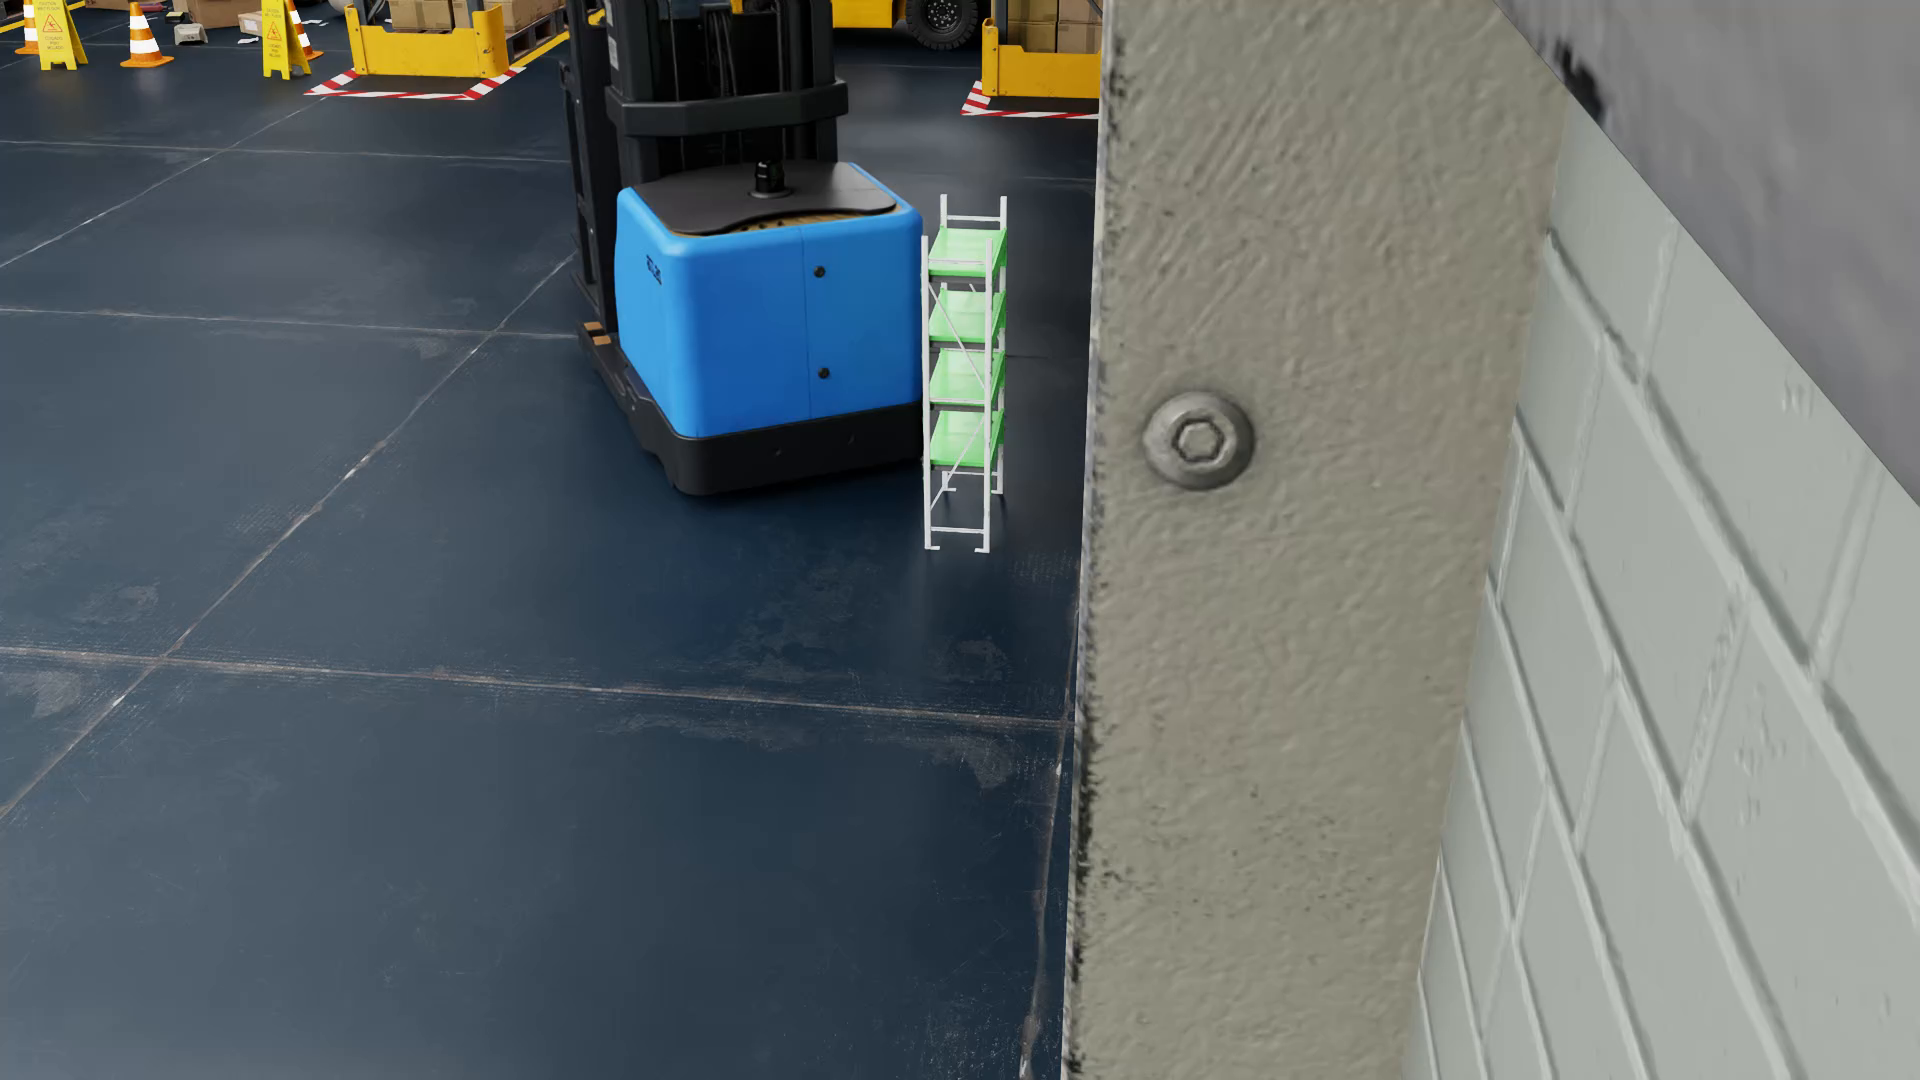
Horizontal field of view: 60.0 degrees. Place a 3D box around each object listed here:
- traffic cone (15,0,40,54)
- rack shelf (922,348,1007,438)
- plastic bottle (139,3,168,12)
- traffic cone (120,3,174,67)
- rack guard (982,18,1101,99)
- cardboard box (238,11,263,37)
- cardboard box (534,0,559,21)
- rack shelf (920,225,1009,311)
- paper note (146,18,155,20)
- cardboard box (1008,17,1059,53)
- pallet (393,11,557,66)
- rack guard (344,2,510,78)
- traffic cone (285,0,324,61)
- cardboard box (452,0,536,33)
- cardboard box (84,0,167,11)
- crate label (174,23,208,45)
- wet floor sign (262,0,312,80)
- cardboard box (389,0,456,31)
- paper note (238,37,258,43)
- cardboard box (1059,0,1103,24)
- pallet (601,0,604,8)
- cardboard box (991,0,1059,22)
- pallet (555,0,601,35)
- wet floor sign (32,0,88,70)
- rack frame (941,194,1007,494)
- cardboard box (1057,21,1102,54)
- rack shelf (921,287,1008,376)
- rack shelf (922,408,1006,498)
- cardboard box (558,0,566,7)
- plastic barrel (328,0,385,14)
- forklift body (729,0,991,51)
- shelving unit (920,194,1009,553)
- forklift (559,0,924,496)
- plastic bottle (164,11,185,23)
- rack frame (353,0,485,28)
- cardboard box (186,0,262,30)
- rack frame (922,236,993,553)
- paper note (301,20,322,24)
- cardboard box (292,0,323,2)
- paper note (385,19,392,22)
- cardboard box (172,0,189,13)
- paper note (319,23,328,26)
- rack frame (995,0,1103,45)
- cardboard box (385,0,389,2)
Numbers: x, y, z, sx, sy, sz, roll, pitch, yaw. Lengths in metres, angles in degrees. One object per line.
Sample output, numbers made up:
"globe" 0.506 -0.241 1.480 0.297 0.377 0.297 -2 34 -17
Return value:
"traffic cone" -7.617 -4.272 13.691 0.336 0.463 0.334 3 28 6
"rack shelf" 0.020 -0.550 6.140 0.258 0.148 0.480 3 28 6
"plastic bottle" -7.409 -4.880 15.244 0.283 0.061 0.133 -6 29 -11
"traffic cone" -6.537 -4.046 13.272 0.336 0.463 0.334 3 28 6
"rack guard" 0.758 -3.582 12.373 1.175 0.500 0.348 3 28 6
"cardboard box" -6.010 -4.460 14.371 0.380 0.149 0.250 20 34 32
"cardboard box" -3.723 -4.559 14.006 0.500 0.250 0.500 4 29 8
"rack shelf" 0.020 -0.972 5.913 0.258 0.148 0.480 3 28 6
"paper note" -7.258 -4.677 14.921 0.032 0.001 0.123 20 34 32
"cardboard box" 0.505 -3.908 12.798 0.500 0.250 0.500 4 29 7
"pallet" -4.022 -4.169 13.767 1.003 0.211 1.213 3 28 6
"rack guard" -4.157 -3.916 12.992 1.175 0.500 0.348 3 28 6
"traffic cone" -5.394 -4.141 13.449 0.336 0.463 0.334 3 28 6
"cardboard box" -3.793 -4.319 13.560 0.500 0.250 0.500 3 28 6
"cardboard box" -7.773 -5.214 15.399 0.500 0.500 0.500 8 29 15
"crate label" -6.502 -4.276 14.043 0.250 0.136 0.298 -11 30 -20
"wet floor sign" -5.251 -3.917 12.841 0.267 0.644 0.232 14 31 24
"cardboard box" -4.331 -4.363 13.642 0.500 0.250 0.500 3 28 6
"paper note" -6.026 -4.234 14.078 0.148 0.019 0.142 -6 29 -11
"cardboard box" 1.024 -4.098 12.623 0.500 0.250 0.500 4 29 7
"pallet" -3.723 -5.318 15.899 1.003 0.211 1.213 3 28 6
"cardboard box" 0.510 -4.136 12.694 0.500 0.250 0.500 3 28 6
"pallet" -3.870 -4.742 14.830 1.003 0.211 1.213 3 28 6
"wet floor sign" -7.130 -4.056 13.098 0.267 0.644 0.232 -1 28 -3
"rack frame" 0.050 -0.721 6.323 0.240 1.200 0.015 3 28 6
"cardboard box" 1.015 -3.888 12.761 0.500 0.250 0.500 3 29 6
"rack shelf" 0.020 -0.761 6.027 0.258 0.148 0.480 3 28 6
"rack shelf" 0.020 -0.339 6.254 0.258 0.148 0.480 3 28 6
"cardboard box" -3.668 -4.816 14.484 0.500 0.250 0.500 5 29 10
"plastic barrel" -5.416 -4.907 14.912 0.421 0.421 0.512 -24 36 -37
"forklift body" -0.818 -5.319 13.856 2.313 2.155 1.214 3 28 6
"shelving unit" 0.020 -0.606 6.110 0.258 1.200 0.503 3 28 6
"forklift" -1.162 -2.140 7.133 1.130 2.935 3.031 -11 30 -20
"plastic bottle" -7.019 -4.683 14.877 0.133 0.061 0.283 -6 29 -11
"rack frame" -4.166 -4.981 12.333 1.000 3.000 0.127 3 28 6
"cardboard box" -6.463 -4.856 14.733 0.797 0.503 0.637 -17 33 -29
"rack frame" -0.010 -0.491 5.897 0.240 1.200 0.015 3 28 6
"paper note" -5.773 -4.620 14.806 0.148 0.019 0.142 14 31 24
"cardboard box" -6.357 -5.356 15.518 0.797 0.637 0.503 3 28 6
"paper note" -5.058 -4.639 14.829 0.142 0.019 0.148 -6 29 -11
"cardboard box" -6.984 -4.984 15.221 0.396 0.266 0.258 8 29 15
"paper note" -5.625 -4.563 14.708 0.032 0.001 0.123 3 28 6
"rack frame" 0.761 -4.694 11.801 1.000 3.000 0.127 3 28 6
"cardboard box" -5.158 -5.339 15.631 0.500 0.500 0.500 -24 36 -37
